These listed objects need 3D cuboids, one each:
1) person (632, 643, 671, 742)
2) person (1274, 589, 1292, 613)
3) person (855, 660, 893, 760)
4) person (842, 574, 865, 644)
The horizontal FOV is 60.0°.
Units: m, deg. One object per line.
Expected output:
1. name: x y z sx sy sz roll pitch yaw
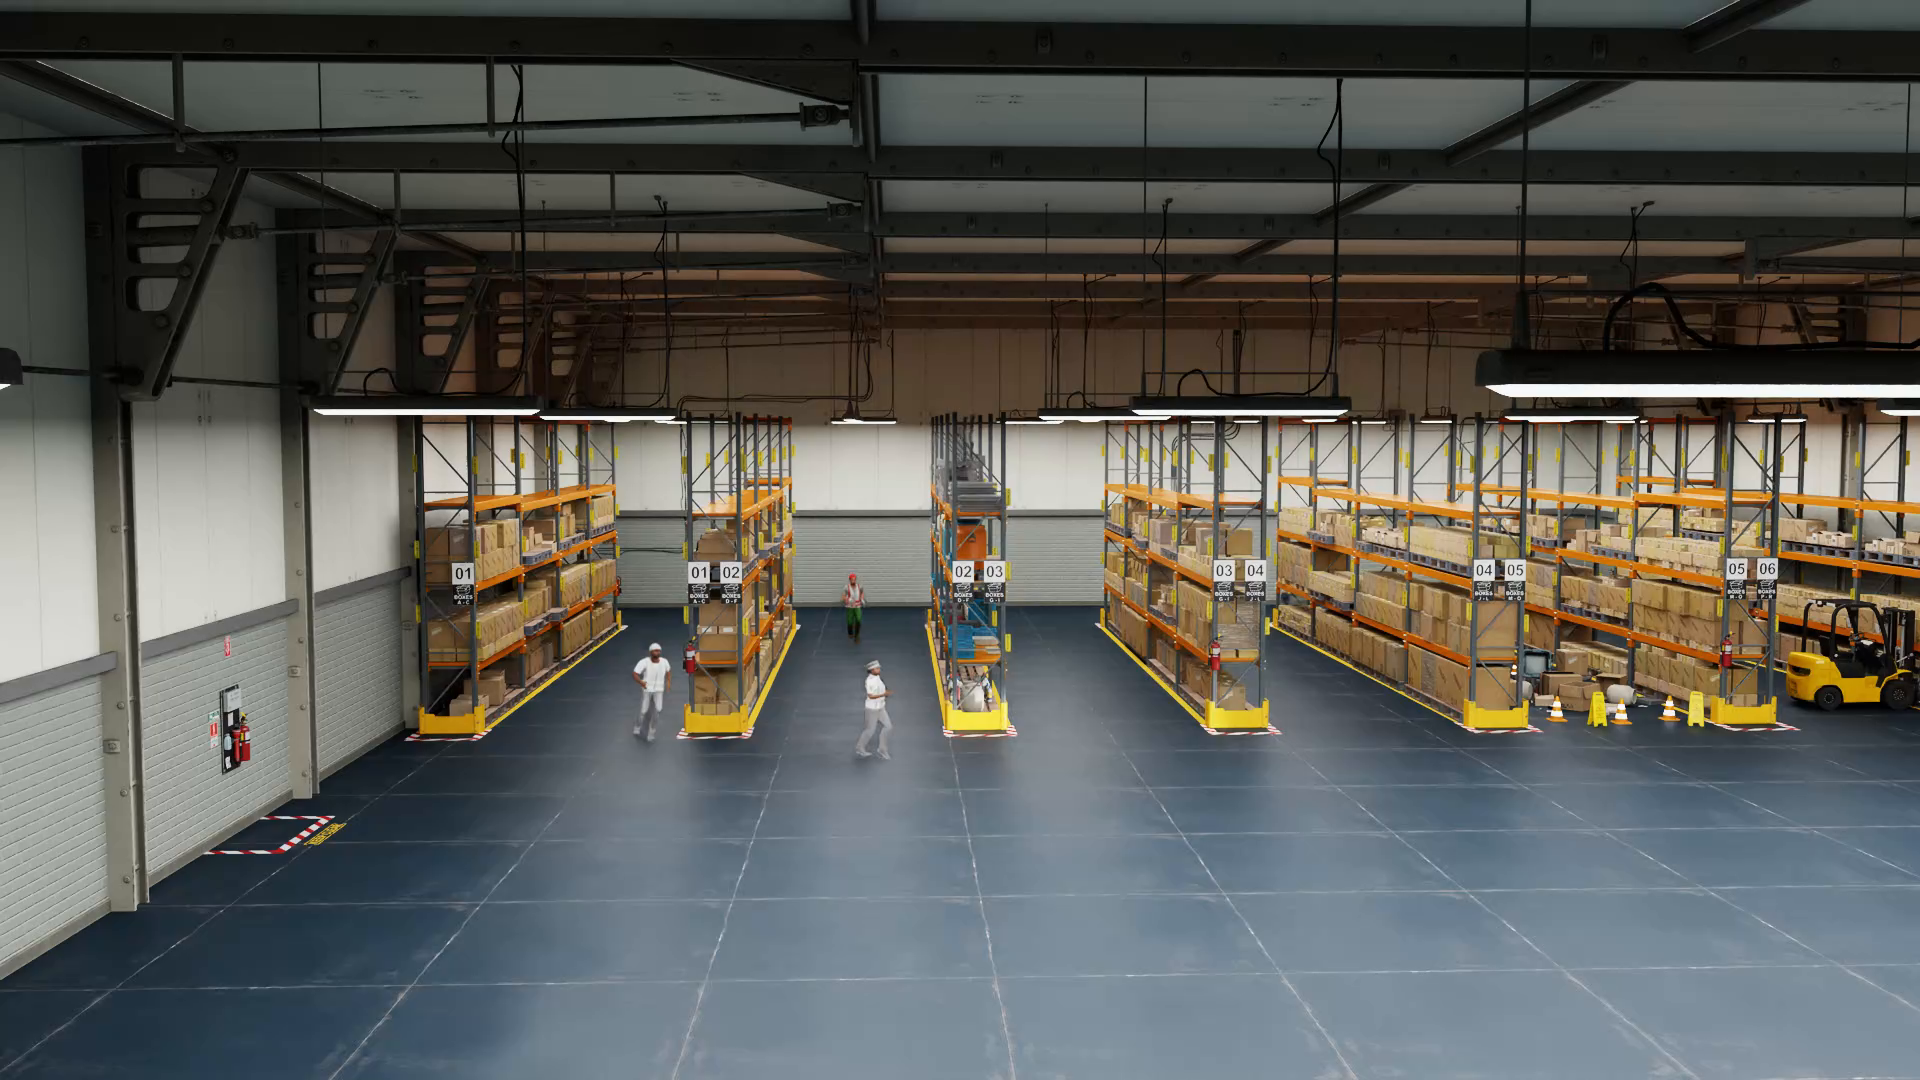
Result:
1. person: -5.642 2.785 30.556 0.761 1.781 0.684 -2 4 -24
2. person: 9.583 1.533 49.108 0.685 1.775 0.751 3 5 33
3. person: -1.460 2.932 28.608 0.714 1.757 0.556 2 4 21
4. person: -2.723 1.768 42.680 0.643 1.821 0.806 -1 4 -13
